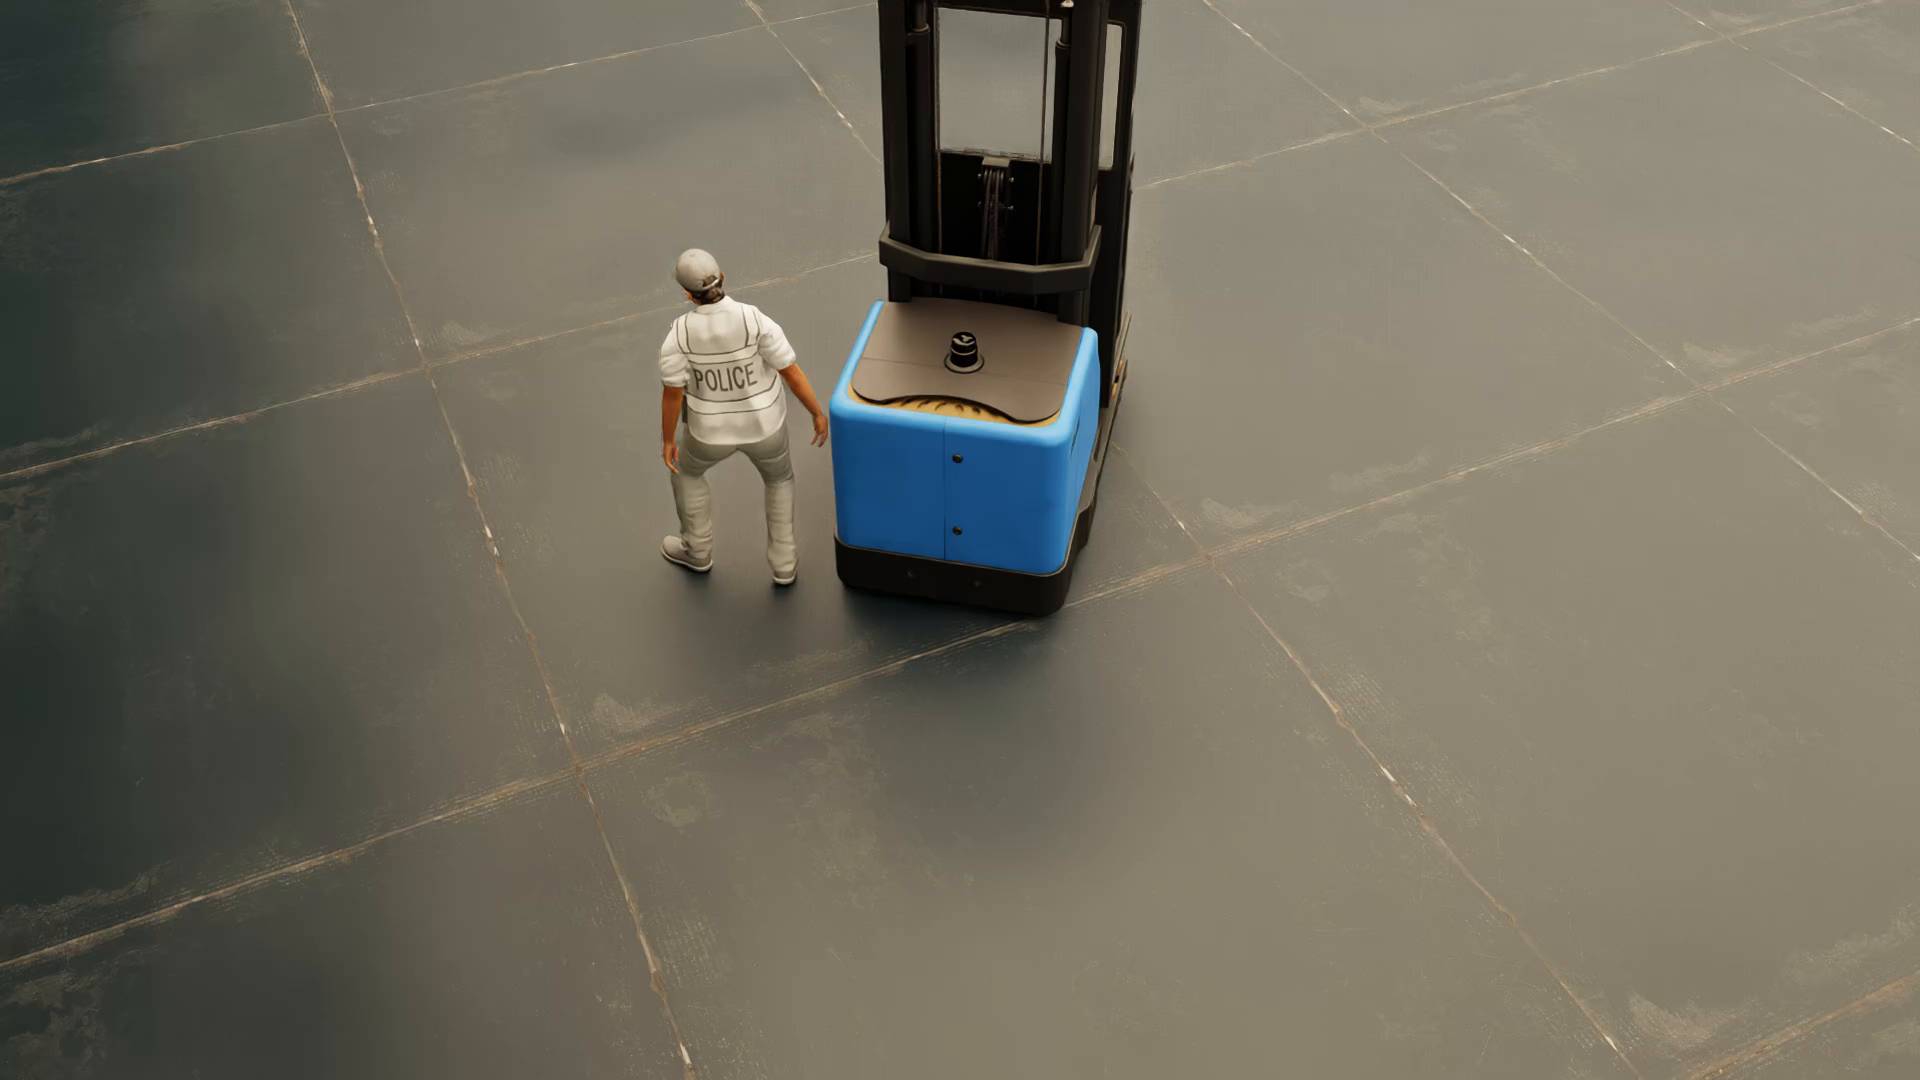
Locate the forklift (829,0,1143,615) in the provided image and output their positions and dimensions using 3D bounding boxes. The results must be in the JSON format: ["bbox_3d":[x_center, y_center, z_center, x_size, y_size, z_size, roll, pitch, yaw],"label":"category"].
[{"bbox_3d":[0.255,-1.759,7.565,1.130,2.935,3.031,8,44,9],"label":"forklift"}]

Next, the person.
[{"bbox_3d":[-0.984,-0.511,7.222,0.821,1.642,0.481,-3,43,-3],"label":"person"}]
